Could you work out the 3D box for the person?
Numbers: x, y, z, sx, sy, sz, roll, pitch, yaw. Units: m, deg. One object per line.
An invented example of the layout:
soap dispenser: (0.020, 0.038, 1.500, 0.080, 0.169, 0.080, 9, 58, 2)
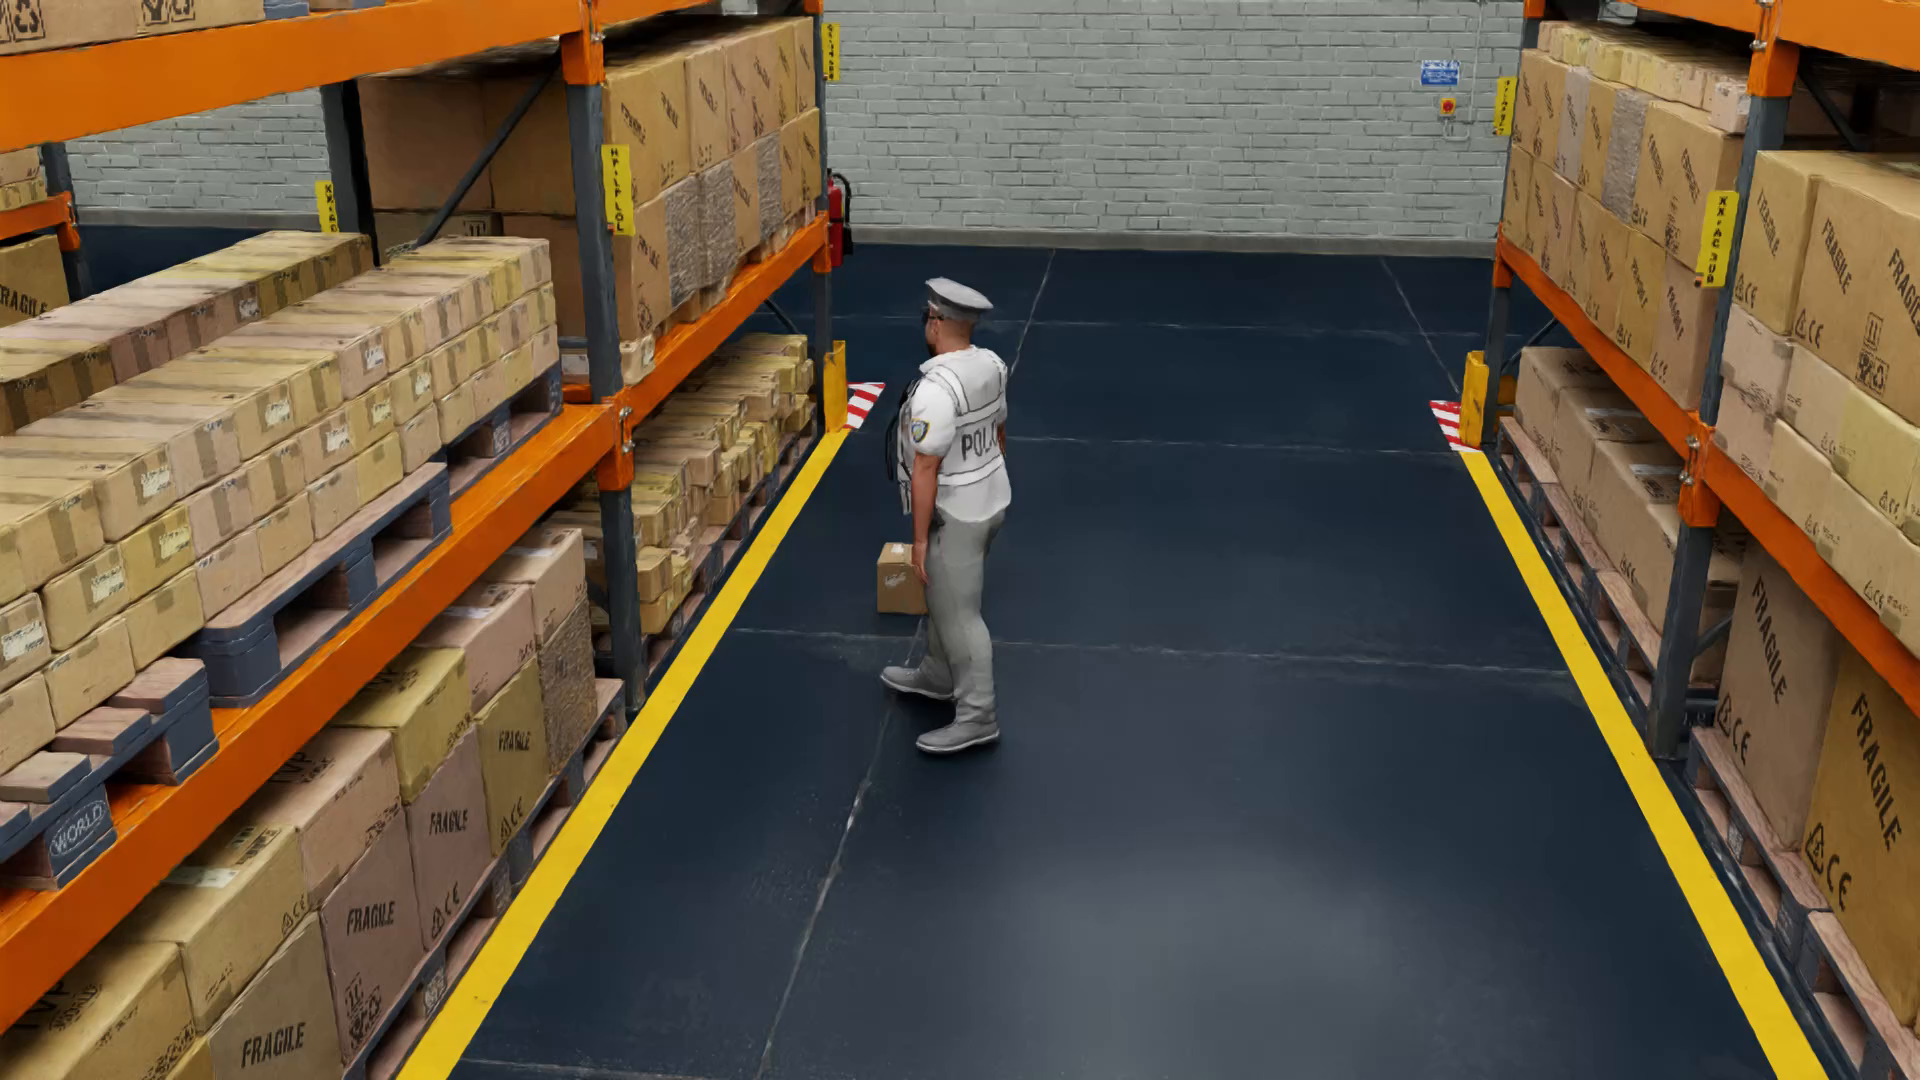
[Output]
person: (-0.082, -0.130, 6.347, 0.630, 1.754, 0.742, 9, 23, 22)
